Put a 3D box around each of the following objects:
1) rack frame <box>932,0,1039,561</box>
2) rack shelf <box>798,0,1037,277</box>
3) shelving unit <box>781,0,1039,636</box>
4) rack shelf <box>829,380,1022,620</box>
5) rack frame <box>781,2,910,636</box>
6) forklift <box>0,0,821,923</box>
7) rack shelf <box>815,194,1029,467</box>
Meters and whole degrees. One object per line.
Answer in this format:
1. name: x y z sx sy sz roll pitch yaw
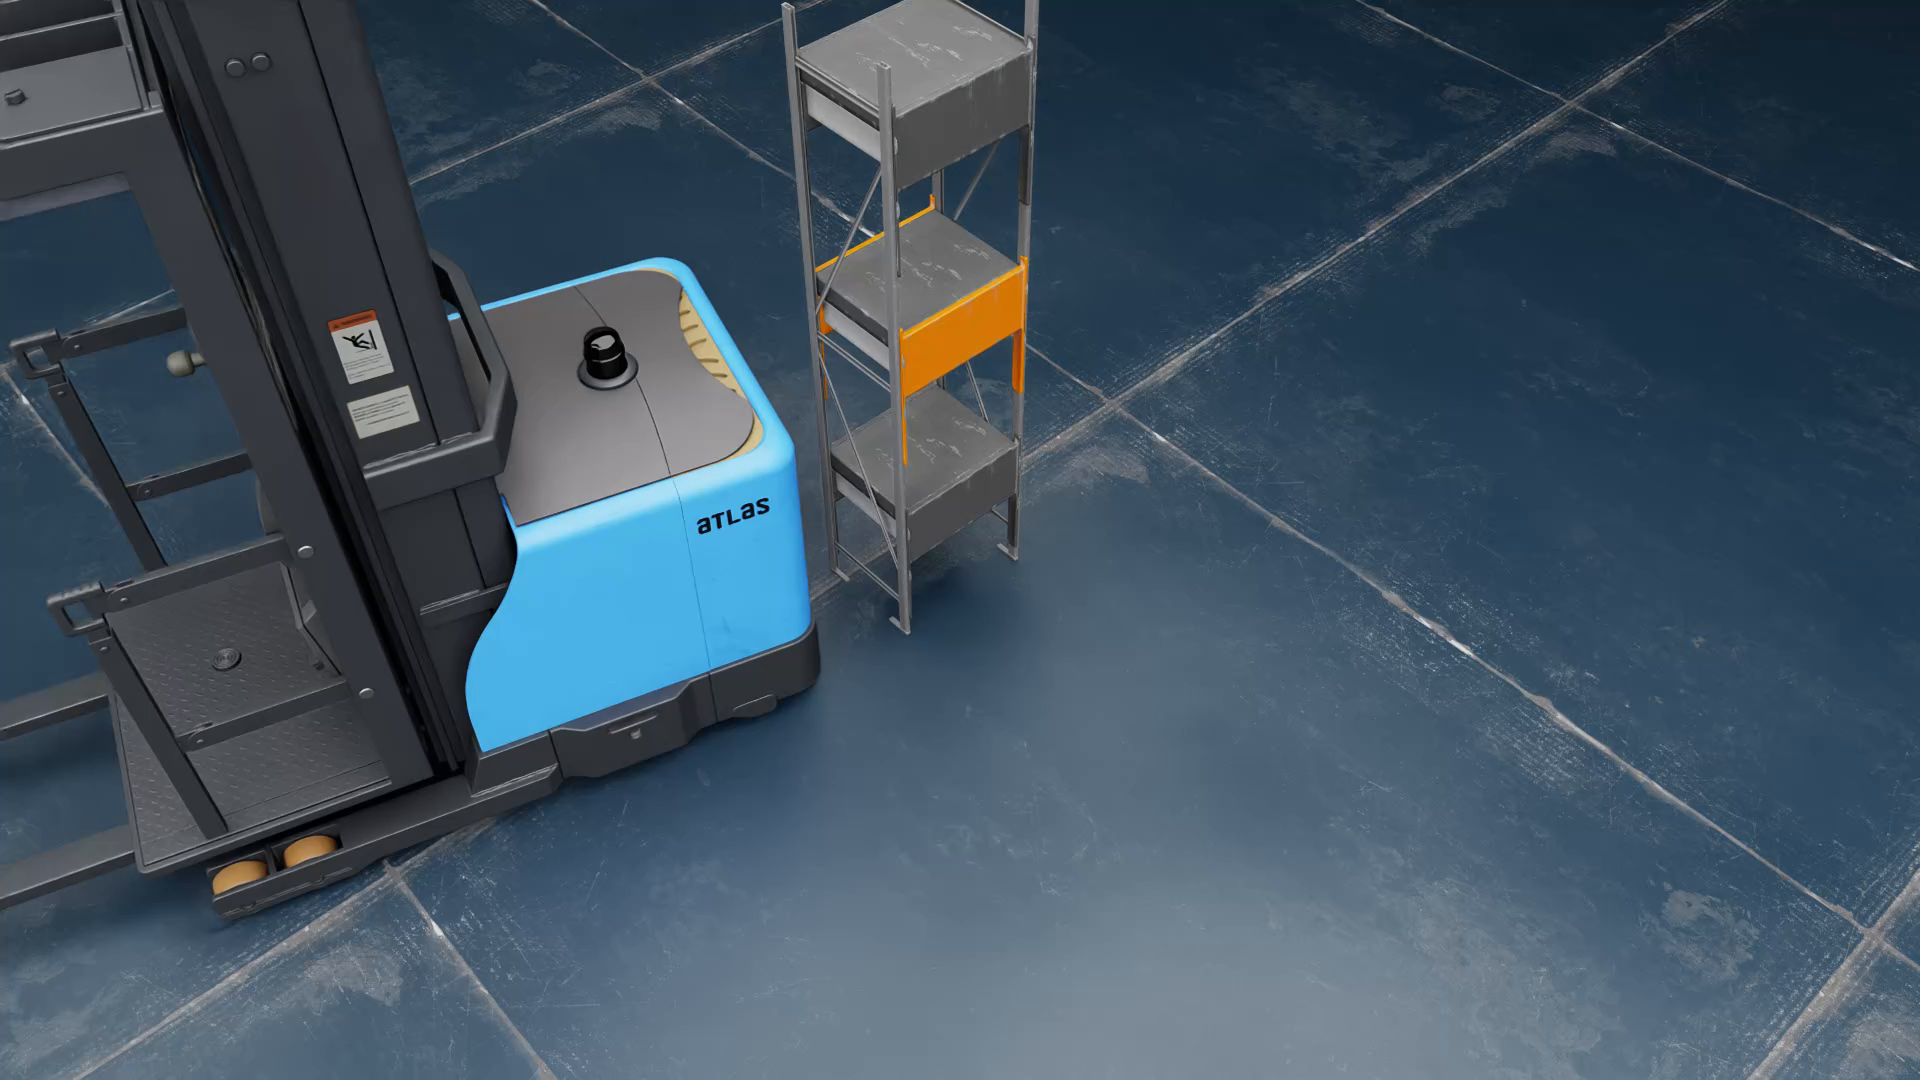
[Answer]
1. rack frame: 0.058 -0.751 5.014 0.015 2.100 0.400 -34 56 -27
2. rack shelf: -0.122 -1.096 4.398 0.480 0.518 0.431 -34 56 -27
3. shelving unit: -0.122 -0.630 4.903 0.503 2.100 0.431 -34 56 -27
4. rack shelf: -0.122 -0.146 5.427 0.480 0.518 0.431 -34 56 -27
5. rack frame: -0.303 -0.510 4.791 0.015 2.100 0.400 -34 56 -27
6. forklift: -1.999 -0.367 4.095 3.031 2.935 1.130 -19 50 -17
7. rack shelf: -0.122 -0.621 4.913 0.480 0.518 0.431 -34 56 -27
